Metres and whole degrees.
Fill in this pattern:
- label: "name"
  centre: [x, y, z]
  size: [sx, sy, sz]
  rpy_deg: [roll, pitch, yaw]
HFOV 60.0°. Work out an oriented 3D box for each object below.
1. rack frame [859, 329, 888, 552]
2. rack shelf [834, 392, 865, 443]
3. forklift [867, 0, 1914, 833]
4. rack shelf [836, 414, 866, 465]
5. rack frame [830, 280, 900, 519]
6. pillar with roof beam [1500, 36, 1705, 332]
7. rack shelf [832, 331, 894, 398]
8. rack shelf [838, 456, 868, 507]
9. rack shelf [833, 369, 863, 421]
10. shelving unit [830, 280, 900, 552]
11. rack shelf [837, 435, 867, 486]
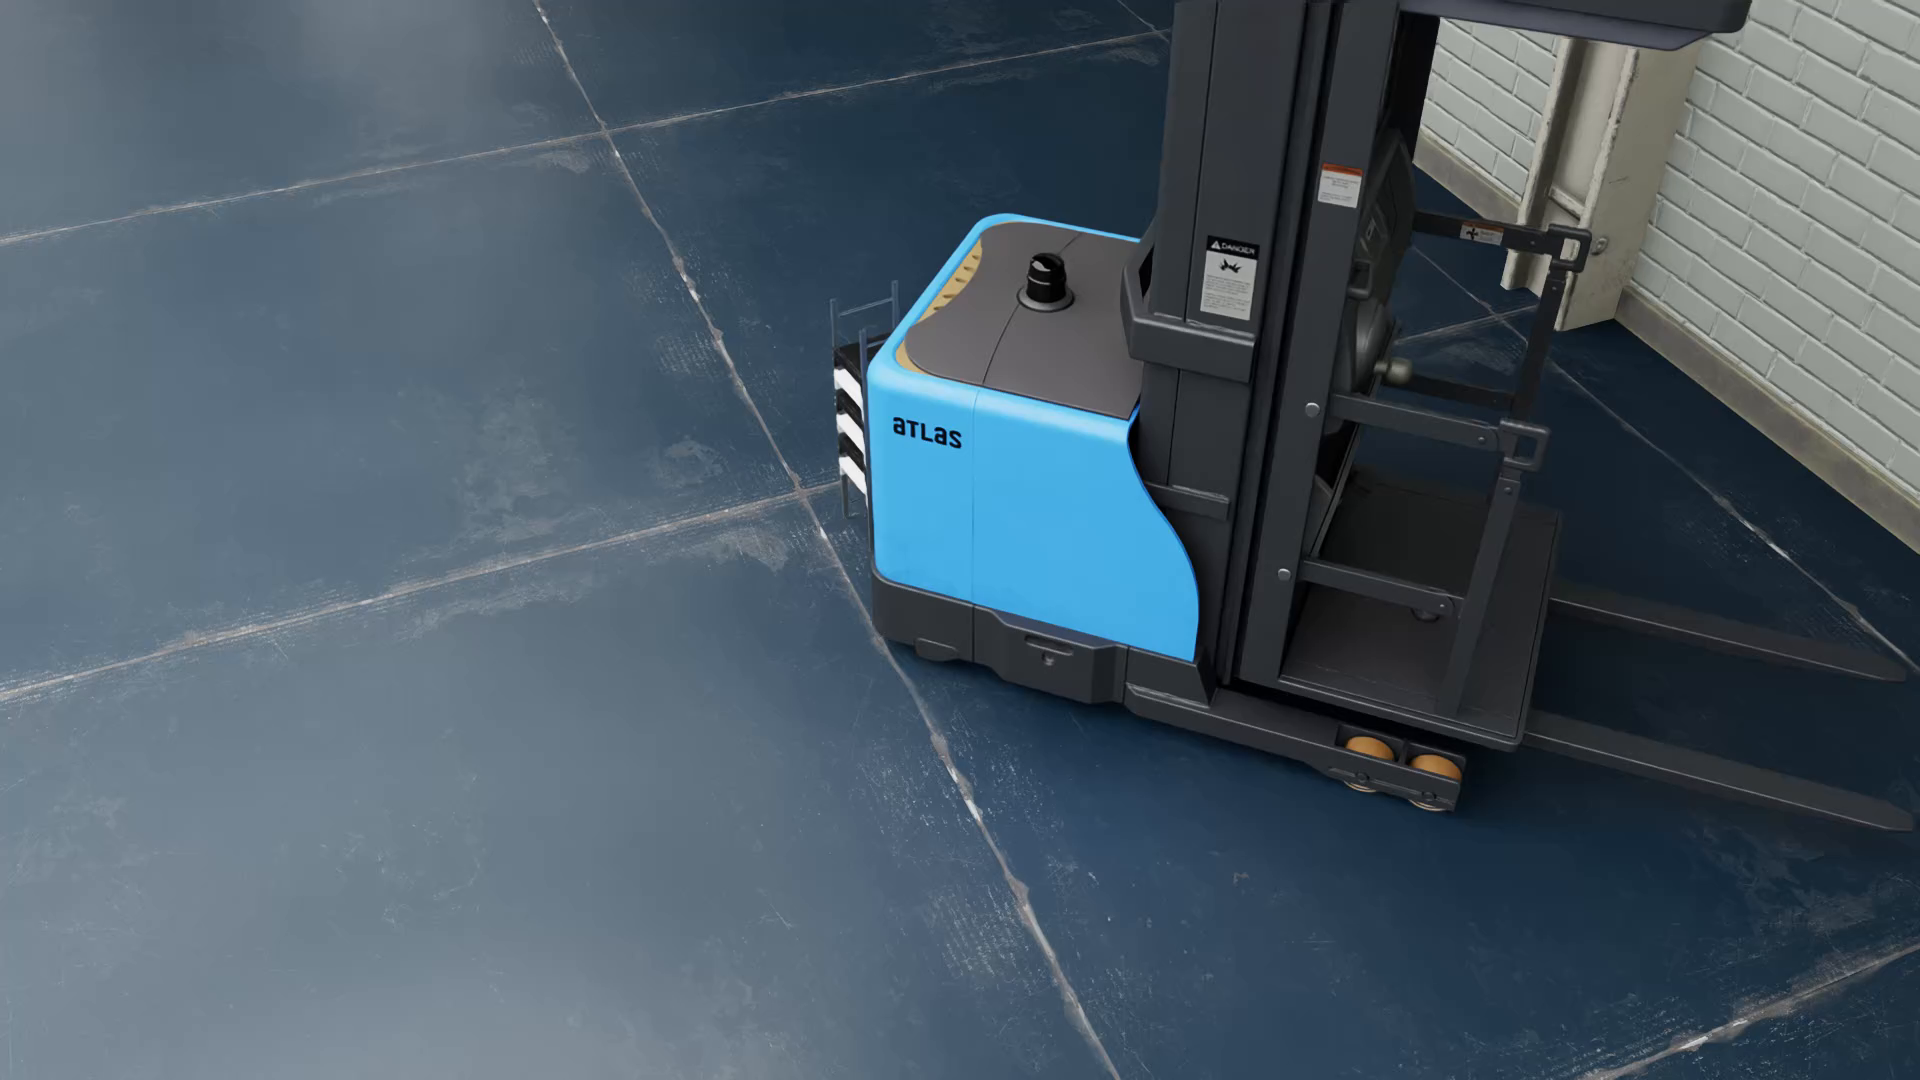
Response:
- label: "rack frame"
  centre: [-0.204, -0.339, 5.453]
  size: [0.240, 0.900, 0.006]
  rpy_deg: [-20, 45, -22]
- label: "rack shelf"
  centre: [-0.254, -0.439, 5.484]
  size: [0.258, 0.077, 0.200]
  rpy_deg: [-20, 45, -22]
- label: "forklift"
  centre: [1.290, -0.719, 4.339]
  size: [3.031, 2.935, 1.130]
  rpy_deg: [14, 43, 16]
- label: "rack shelf"
  centre: [-0.254, -0.371, 5.542]
  size: [0.258, 0.077, 0.200]
  rpy_deg: [-20, 45, -22]
- label: "rack frame"
  centre: [-0.304, -0.454, 5.588]
  size: [0.240, 0.900, 0.006]
  rpy_deg: [-20, 45, -22]
- label: "pillar with roof beam"
  centre: [-1.487, -3.337, 2.729]
  size: [9.100, 9.000, 0.400]
  rpy_deg: [-15, 43, -17]
- label: "rack shelf"
  centre: [-0.254, -0.576, 5.366]
  size: [0.258, 0.077, 0.200]
  rpy_deg: [-20, 45, -22]
- label: "rack shelf"
  centre: [-0.254, -0.235, 5.660]
  size: [0.258, 0.077, 0.200]
  rpy_deg: [-20, 45, -22]
- label: "rack shelf"
  centre: [-0.254, -0.508, 5.425]
  size: [0.258, 0.077, 0.200]
  rpy_deg: [-20, 45, -22]
- label: "shelving unit"
  centre: [-0.254, -0.396, 5.521]
  size: [0.258, 0.900, 0.210]
  rpy_deg: [-20, 45, -22]
- label: "rack shelf"
  centre: [-0.254, -0.303, 5.601]
  size: [0.258, 0.077, 0.200]
  rpy_deg: [-20, 45, -22]
